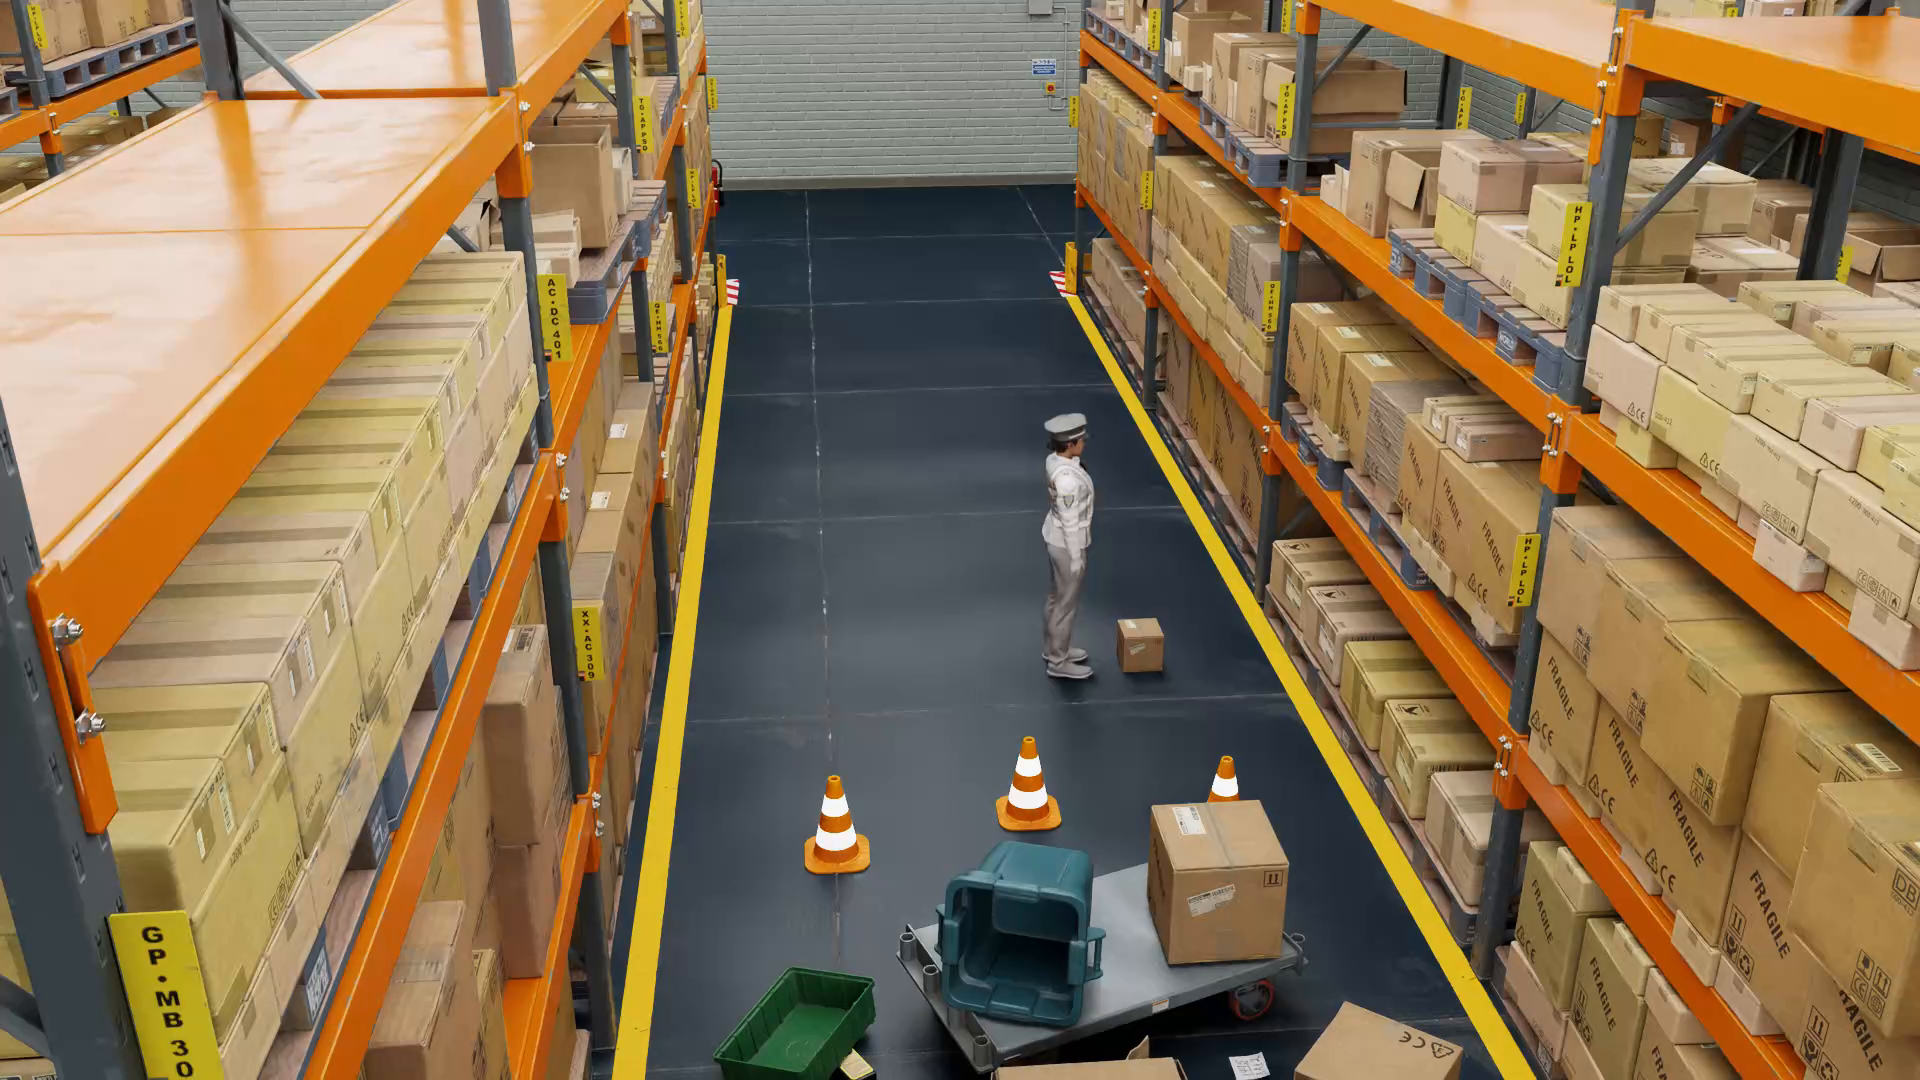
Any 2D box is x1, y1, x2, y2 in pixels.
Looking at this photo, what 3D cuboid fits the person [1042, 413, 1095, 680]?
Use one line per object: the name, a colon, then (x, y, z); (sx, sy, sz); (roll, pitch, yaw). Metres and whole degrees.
person: (0.669, 0.030, 10.220); (0.327, 1.680, 0.469); (-2, 24, -4)
